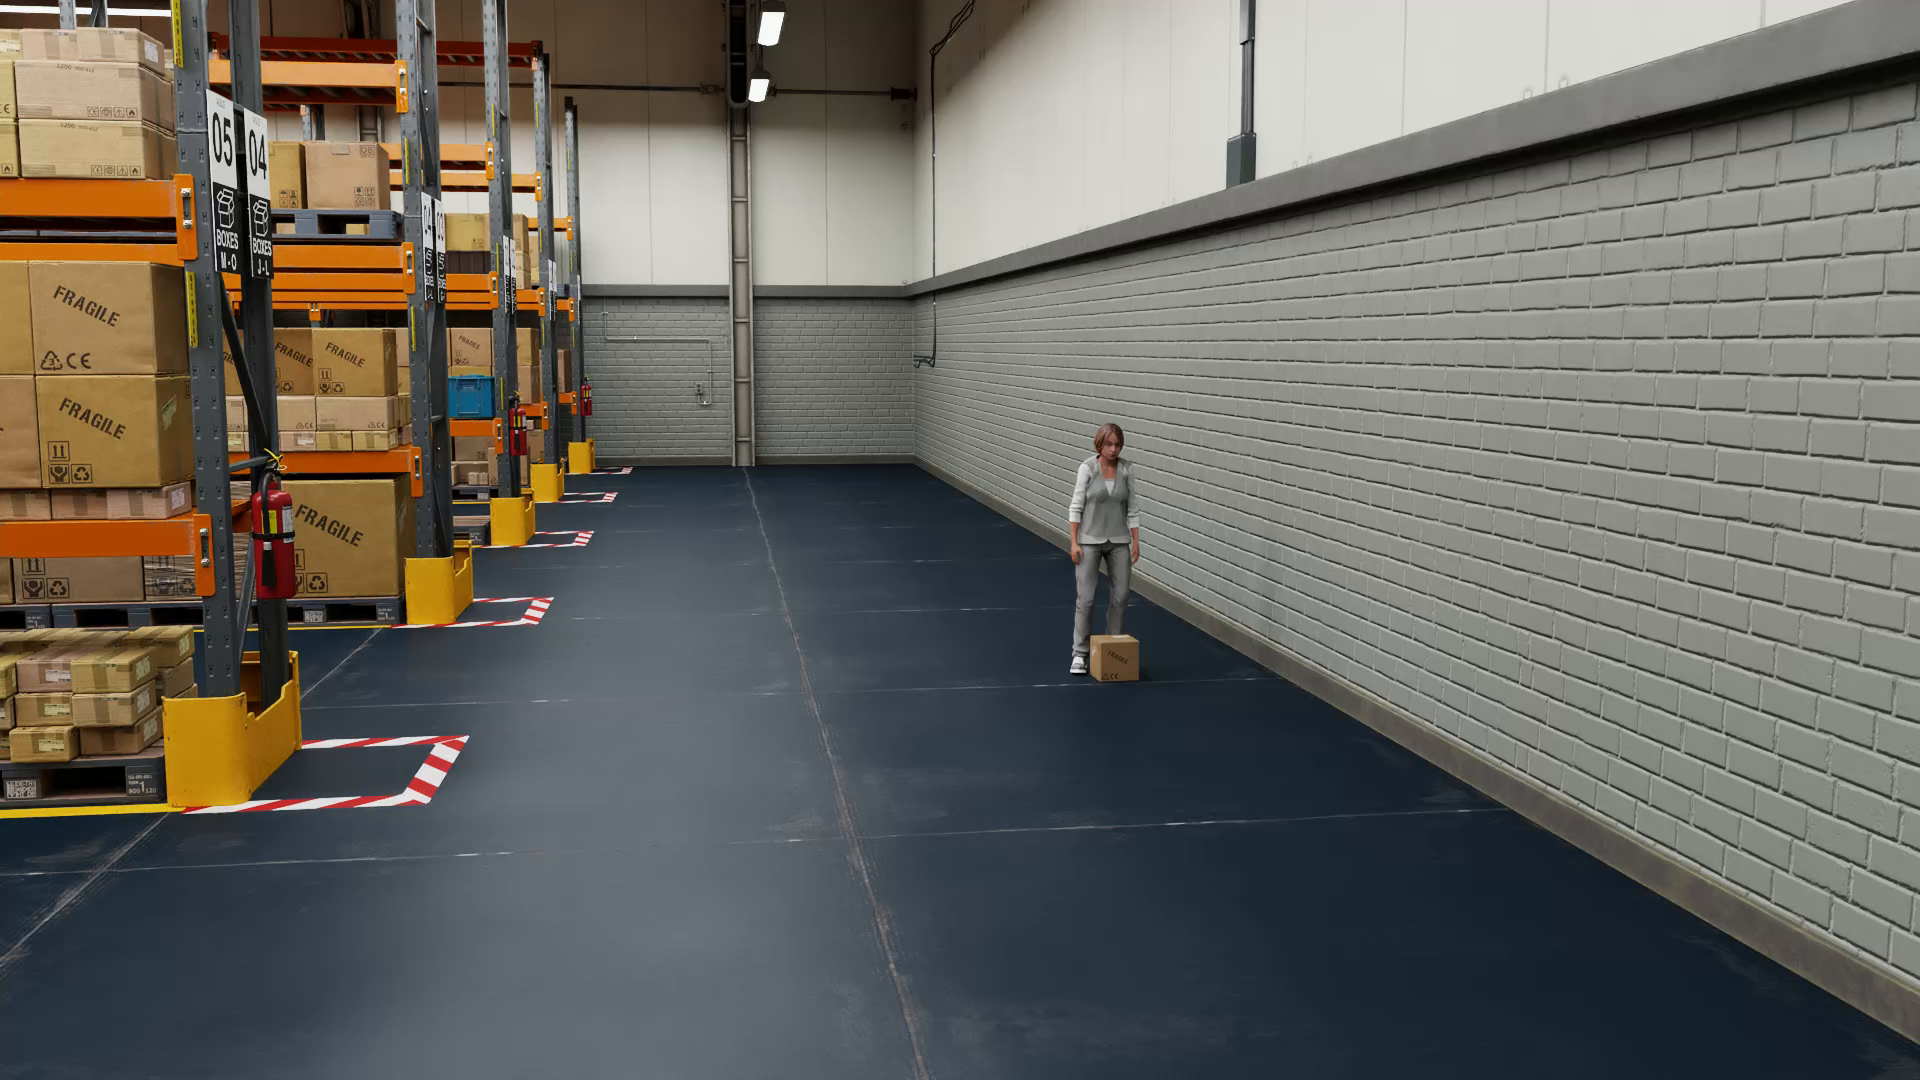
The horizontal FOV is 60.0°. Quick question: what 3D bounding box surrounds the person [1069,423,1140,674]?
[{"bbox_3d":[0.923,0.048,10.621,0.463,1.593,0.345,-1,7,-9],"label":"person"}]
